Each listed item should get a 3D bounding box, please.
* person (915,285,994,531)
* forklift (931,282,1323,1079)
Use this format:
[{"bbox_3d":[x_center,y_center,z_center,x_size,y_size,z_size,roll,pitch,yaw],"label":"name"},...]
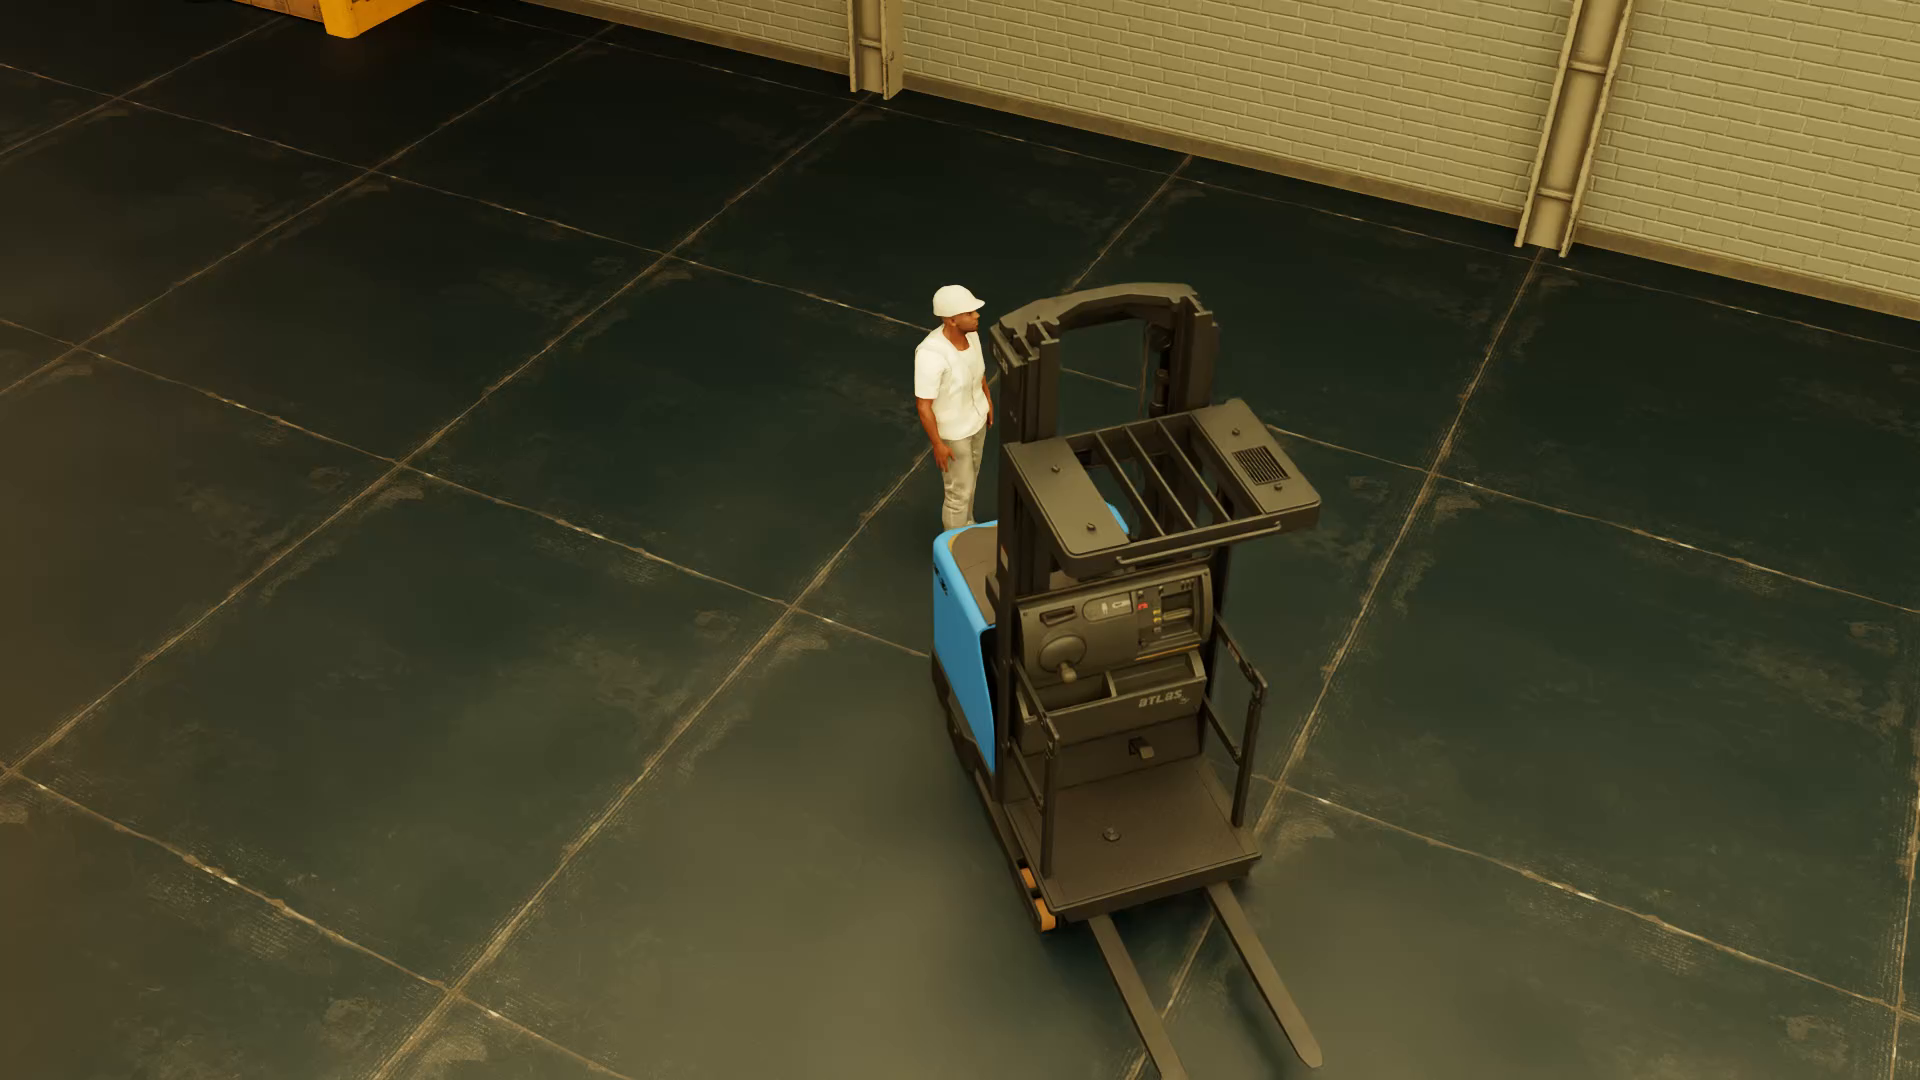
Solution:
[{"bbox_3d":[0.059,-0.657,9.660,0.577,1.765,0.666,18,43,21],"label":"person"},{"bbox_3d":[0.787,0.468,7.431,1.130,2.935,3.031,-12,42,-14],"label":"forklift"}]
